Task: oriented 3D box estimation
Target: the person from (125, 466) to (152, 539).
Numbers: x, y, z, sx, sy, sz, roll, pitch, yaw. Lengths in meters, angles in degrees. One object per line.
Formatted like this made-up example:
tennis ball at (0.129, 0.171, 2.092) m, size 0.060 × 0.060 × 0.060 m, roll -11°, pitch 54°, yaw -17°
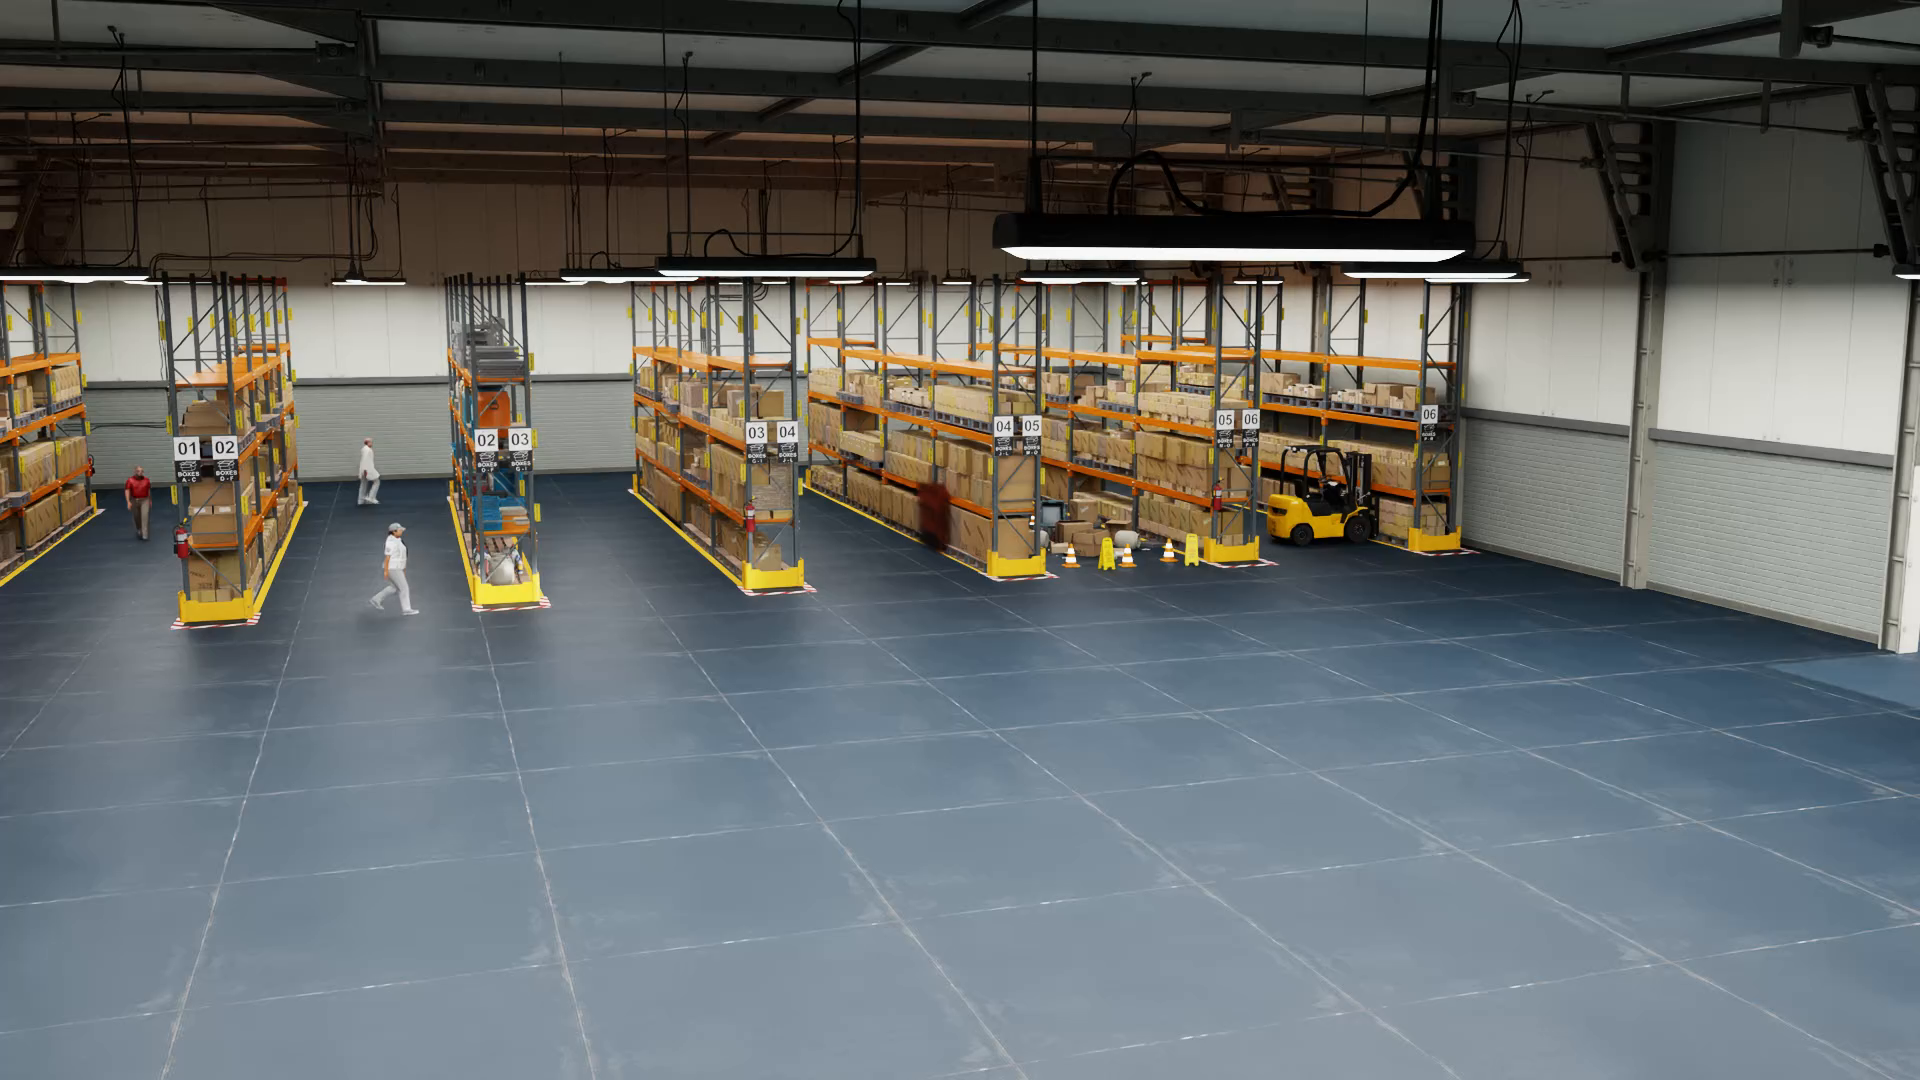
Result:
person at (-18.872, -0.865, 38.194) m, size 0.511 × 1.666 × 1.099 m, roll -3°, pitch 9°, yaw -21°

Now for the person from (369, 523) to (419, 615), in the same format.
person at (-10.005, 0.505, 29.291) m, size 0.908 × 1.625 × 0.506 m, roll 0°, pitch 9°, yaw -1°

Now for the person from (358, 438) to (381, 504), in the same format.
person at (-15.808, -1.824, 44.252) m, size 0.575 × 1.783 × 0.591 m, roll 6°, pitch 10°, yaw 34°
